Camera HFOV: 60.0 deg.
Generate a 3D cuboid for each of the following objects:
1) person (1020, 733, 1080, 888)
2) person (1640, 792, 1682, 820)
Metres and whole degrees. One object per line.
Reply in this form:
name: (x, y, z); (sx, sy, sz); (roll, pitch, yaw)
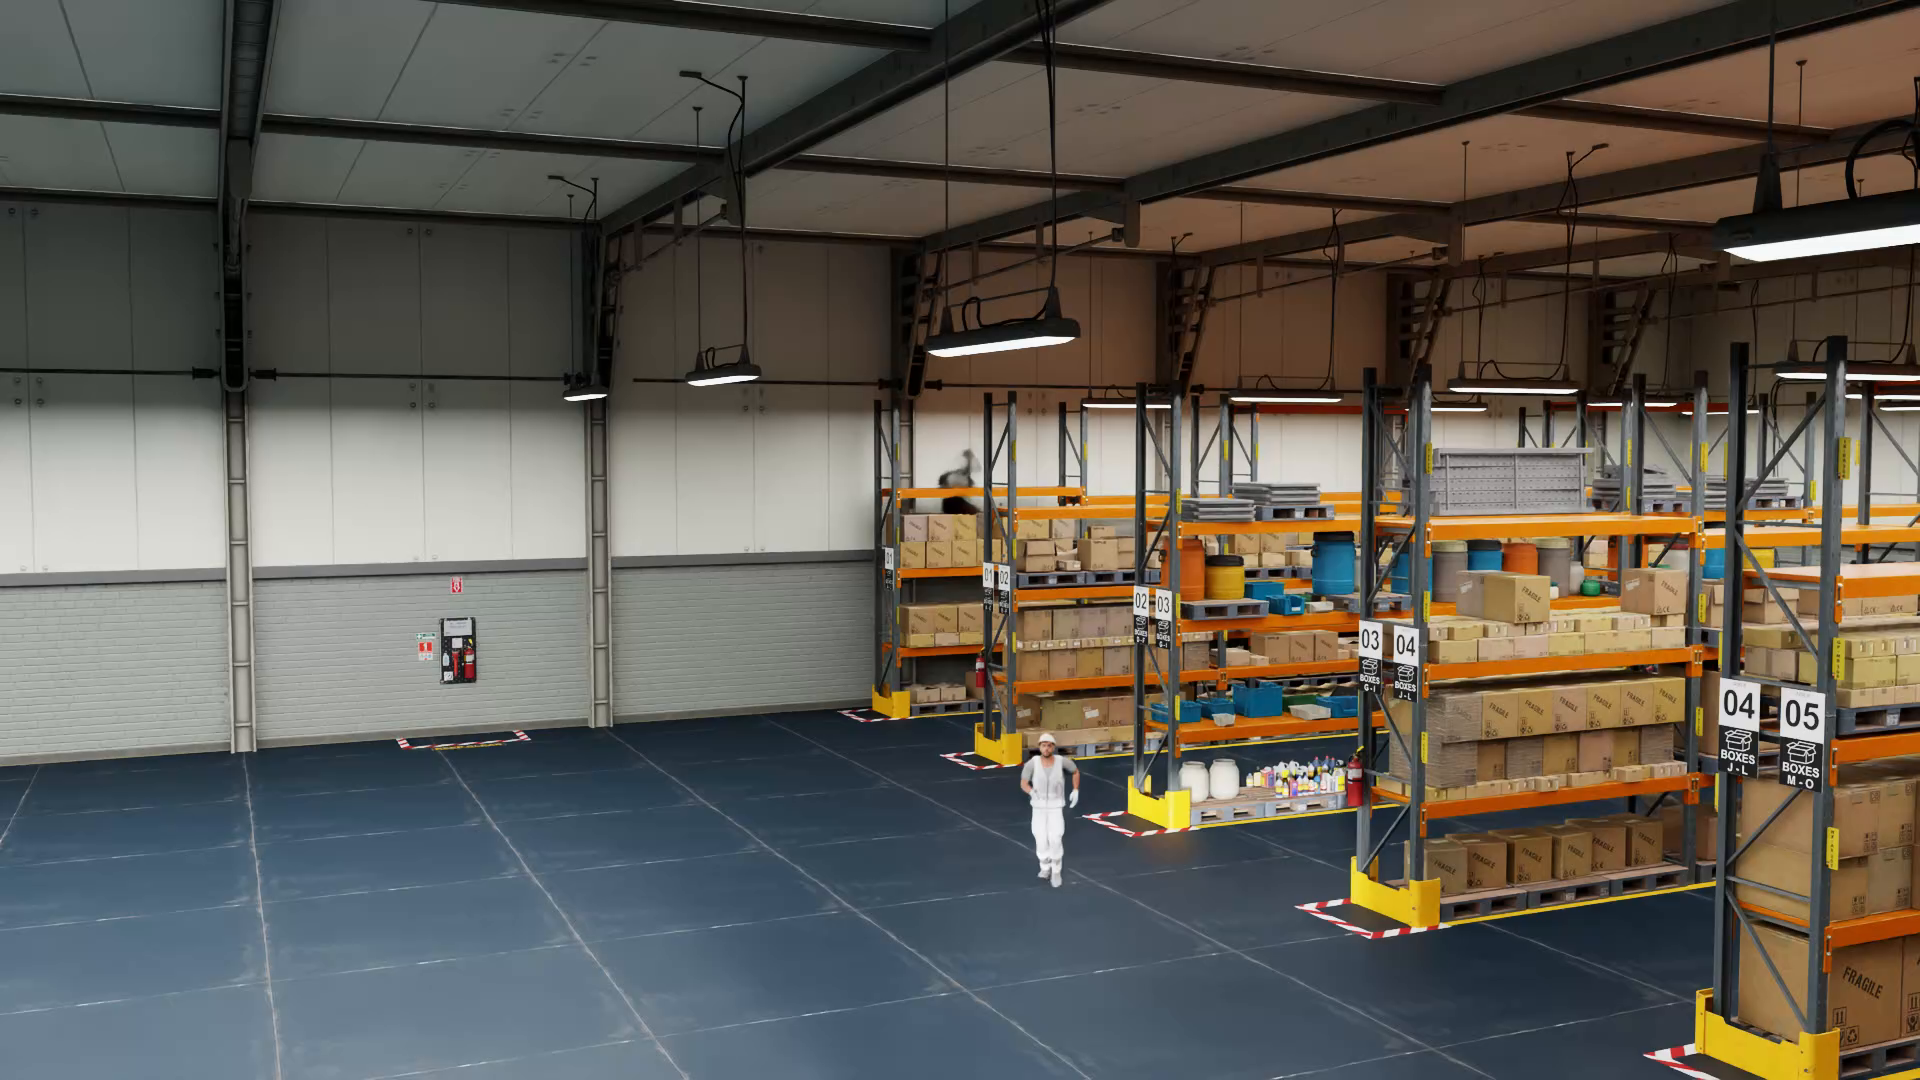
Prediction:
person: (1.041, 3.158, 19.402); (0.683, 1.822, 0.718); (0, 3, 7)
person: (9.335, 3.036, 22.184); (0.604, 1.667, 0.660); (-1, 4, -24)
